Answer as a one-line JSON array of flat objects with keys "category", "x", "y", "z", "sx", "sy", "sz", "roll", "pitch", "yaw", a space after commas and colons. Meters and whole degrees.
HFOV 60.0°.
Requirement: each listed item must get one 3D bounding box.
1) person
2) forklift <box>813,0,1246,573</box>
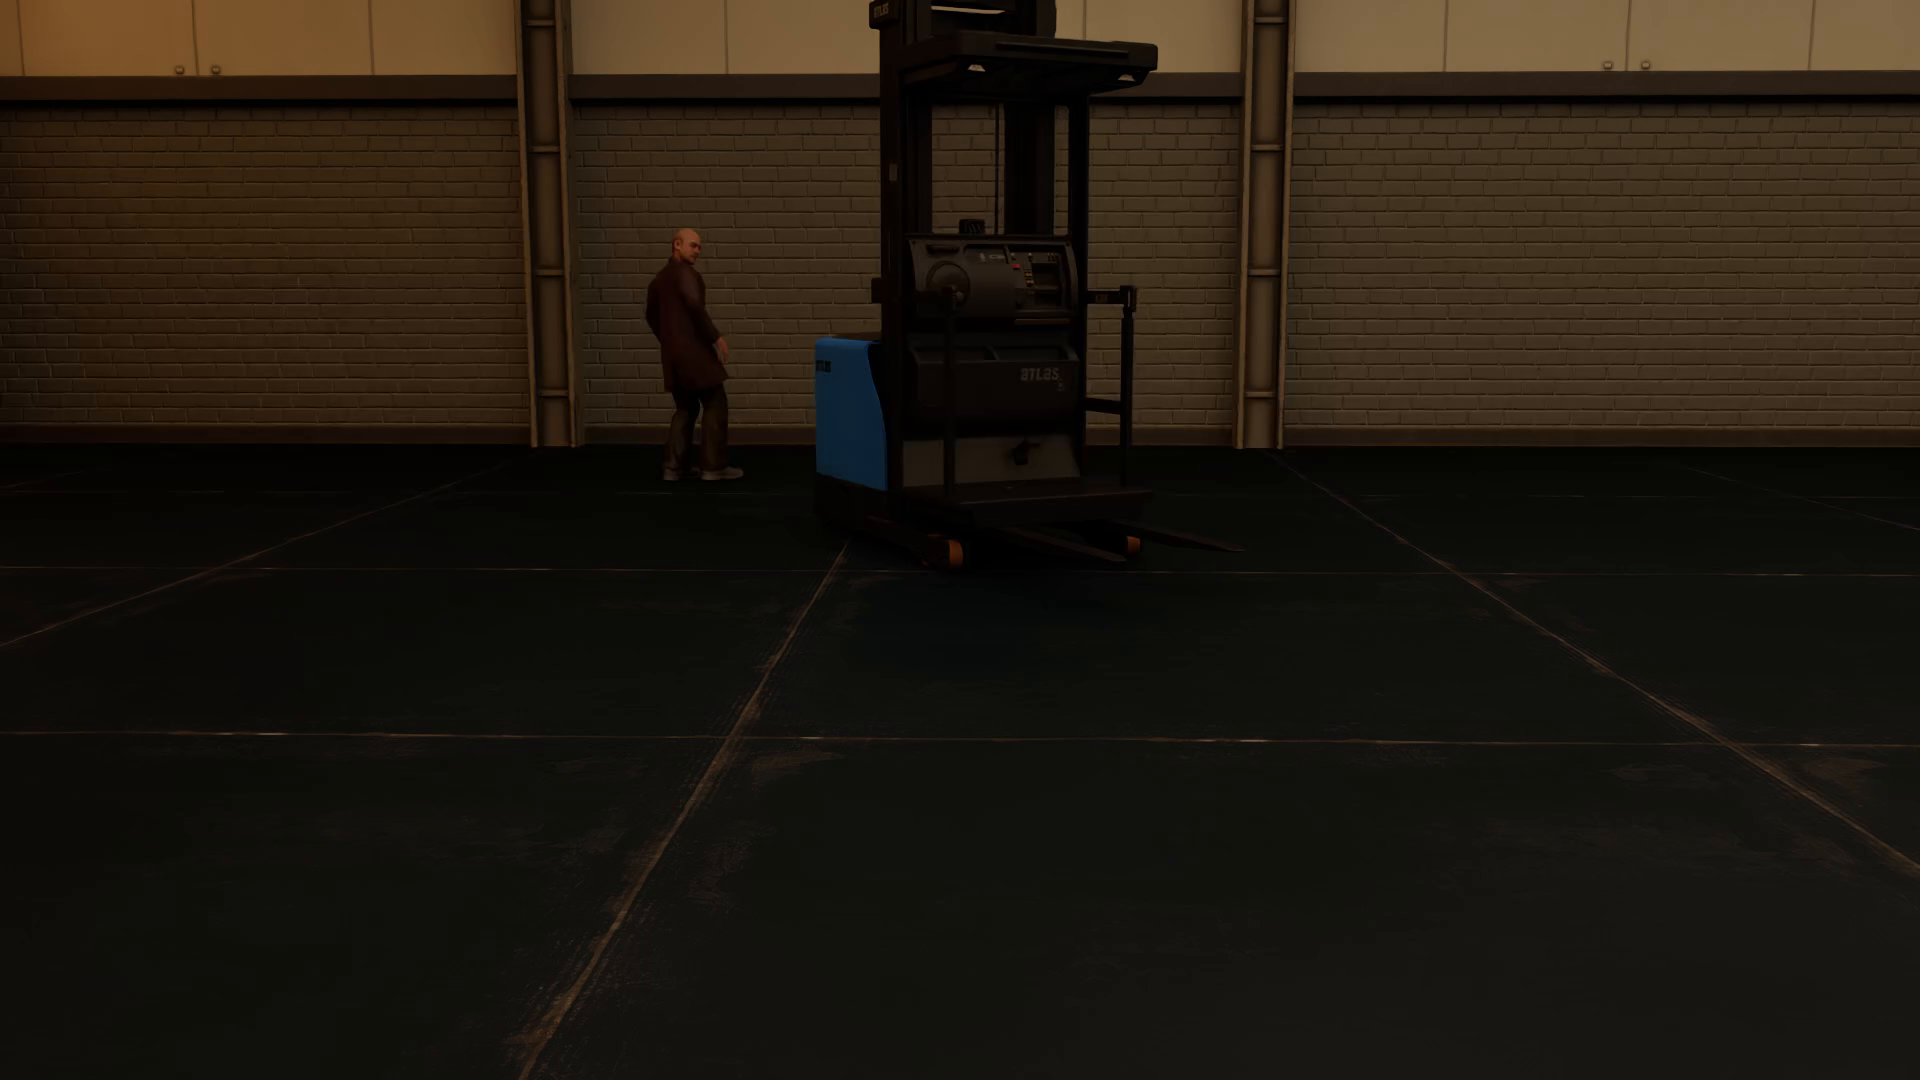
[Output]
[{"category": "person", "x": -1.866, "y": -1.295, "z": 11.696, "sx": 0.556, "sy": 1.754, "sz": 0.796, "roll": -8, "pitch": 12, "yaw": -44}, {"category": "forklift", "x": 0.272, "y": -1.366, "z": 8.241, "sx": 1.130, "sy": 2.935, "sz": 3.031, "roll": -4, "pitch": 10, "yaw": -26}]
